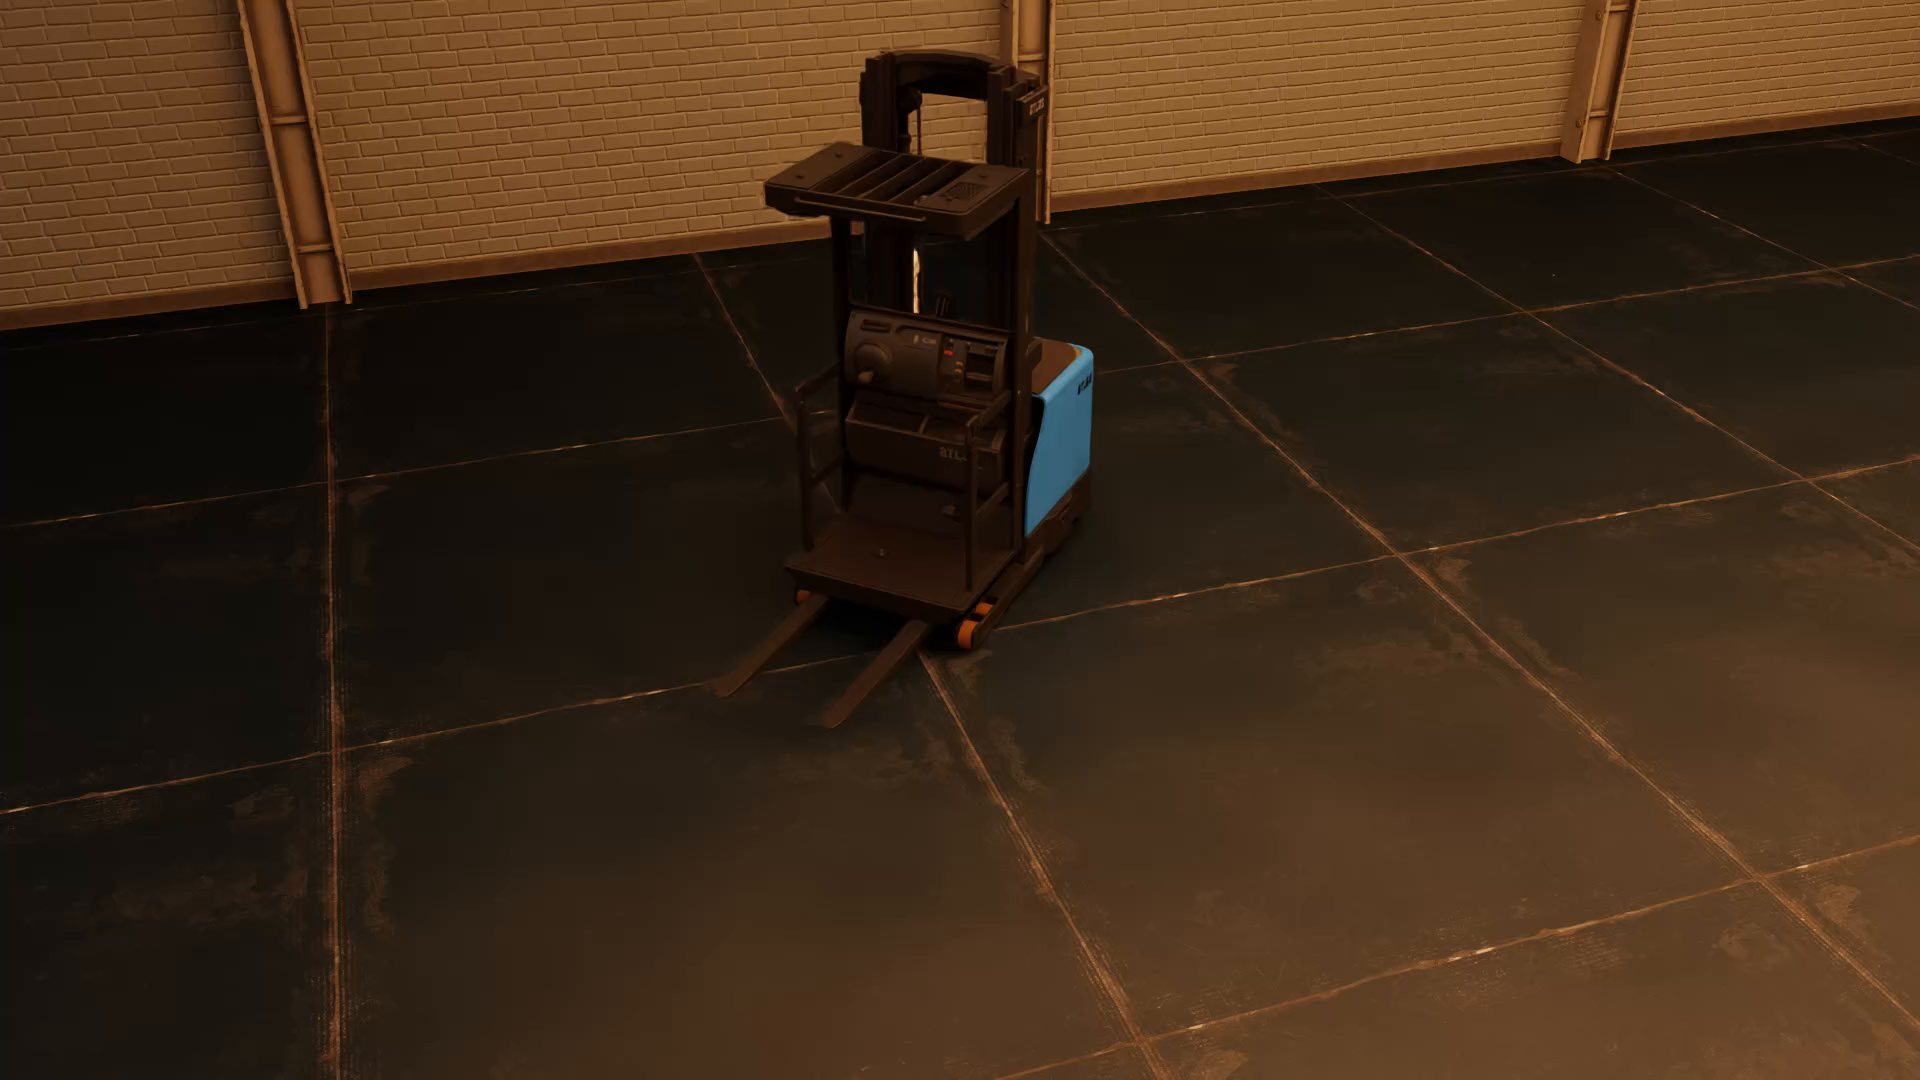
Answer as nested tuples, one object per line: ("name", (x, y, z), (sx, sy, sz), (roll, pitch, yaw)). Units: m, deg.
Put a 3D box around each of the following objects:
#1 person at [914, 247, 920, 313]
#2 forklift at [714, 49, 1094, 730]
("person", (-0.325, -1.390, 10.721), (0.843, 1.740, 0.763), (-14, 33, -22))
("forklift", (-0.277, -0.921, 8.688), (1.130, 2.935, 3.031), (13, 32, 22))
